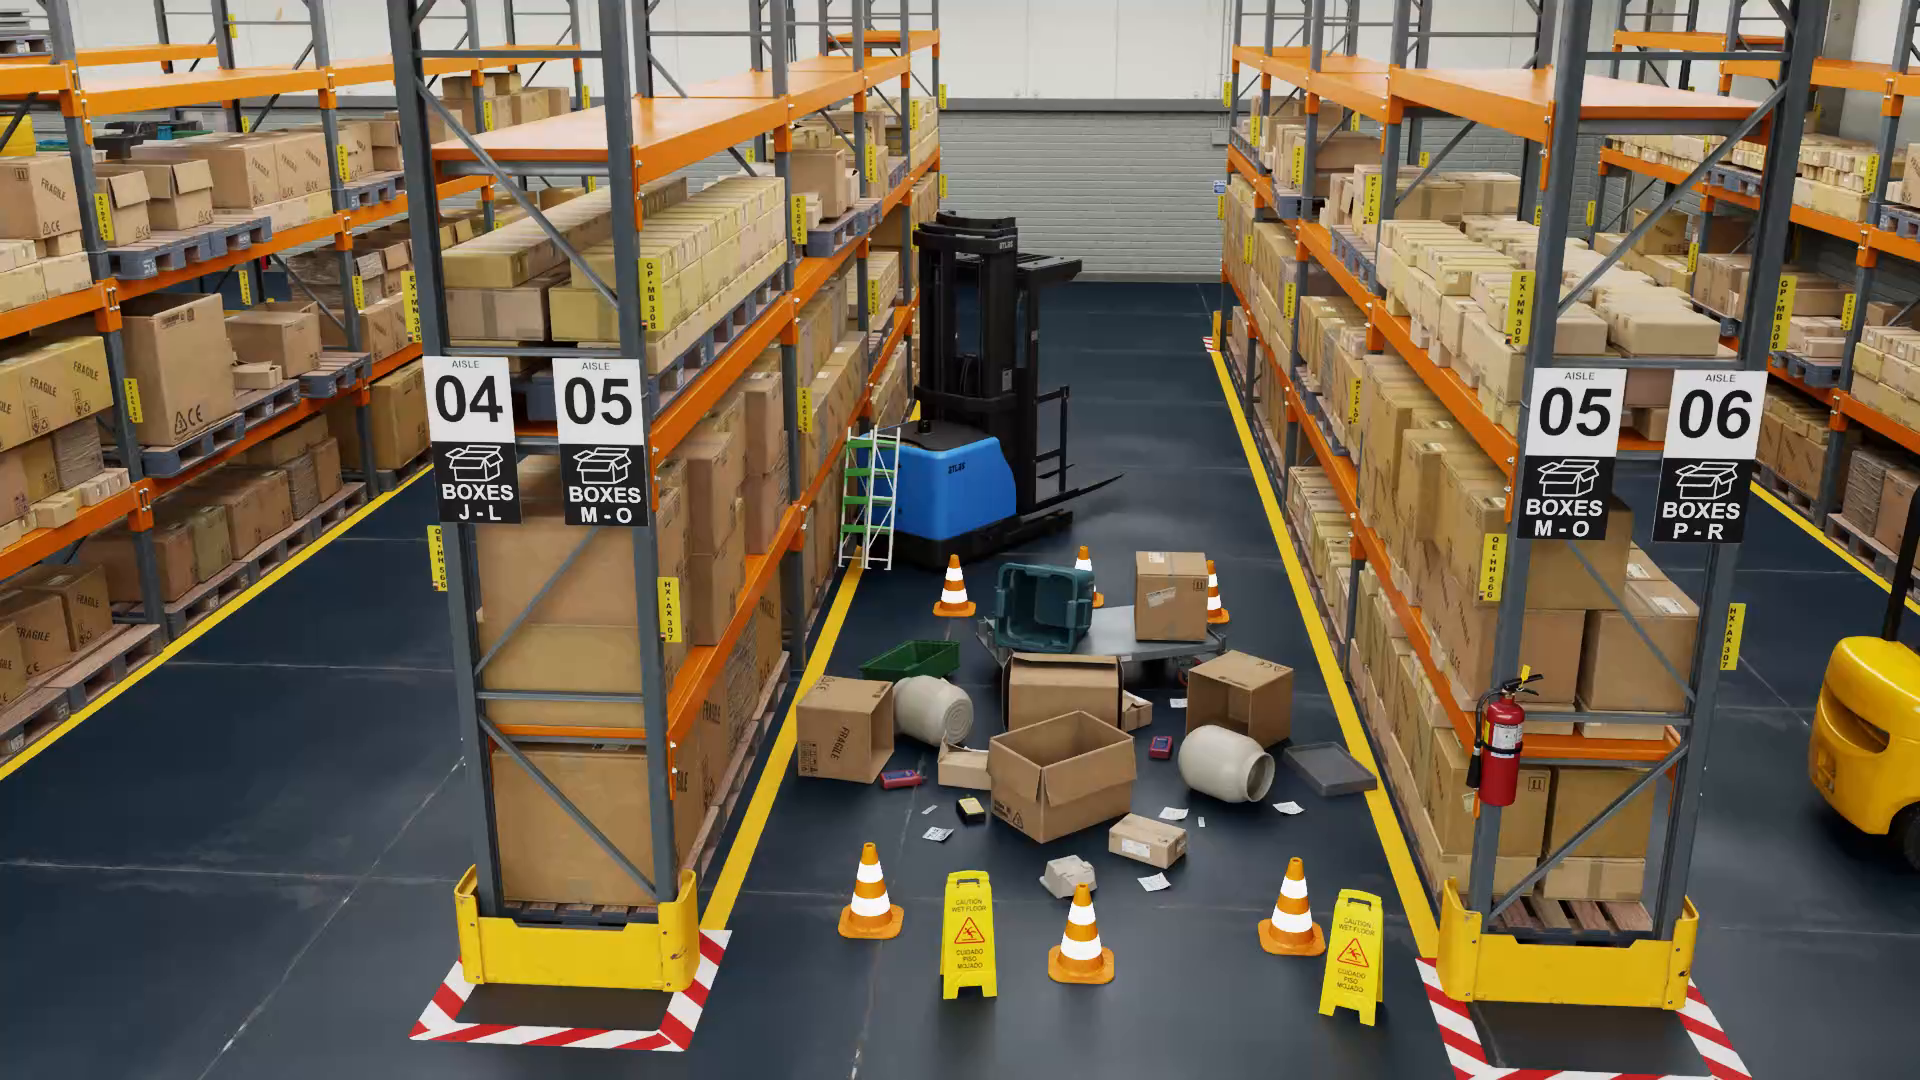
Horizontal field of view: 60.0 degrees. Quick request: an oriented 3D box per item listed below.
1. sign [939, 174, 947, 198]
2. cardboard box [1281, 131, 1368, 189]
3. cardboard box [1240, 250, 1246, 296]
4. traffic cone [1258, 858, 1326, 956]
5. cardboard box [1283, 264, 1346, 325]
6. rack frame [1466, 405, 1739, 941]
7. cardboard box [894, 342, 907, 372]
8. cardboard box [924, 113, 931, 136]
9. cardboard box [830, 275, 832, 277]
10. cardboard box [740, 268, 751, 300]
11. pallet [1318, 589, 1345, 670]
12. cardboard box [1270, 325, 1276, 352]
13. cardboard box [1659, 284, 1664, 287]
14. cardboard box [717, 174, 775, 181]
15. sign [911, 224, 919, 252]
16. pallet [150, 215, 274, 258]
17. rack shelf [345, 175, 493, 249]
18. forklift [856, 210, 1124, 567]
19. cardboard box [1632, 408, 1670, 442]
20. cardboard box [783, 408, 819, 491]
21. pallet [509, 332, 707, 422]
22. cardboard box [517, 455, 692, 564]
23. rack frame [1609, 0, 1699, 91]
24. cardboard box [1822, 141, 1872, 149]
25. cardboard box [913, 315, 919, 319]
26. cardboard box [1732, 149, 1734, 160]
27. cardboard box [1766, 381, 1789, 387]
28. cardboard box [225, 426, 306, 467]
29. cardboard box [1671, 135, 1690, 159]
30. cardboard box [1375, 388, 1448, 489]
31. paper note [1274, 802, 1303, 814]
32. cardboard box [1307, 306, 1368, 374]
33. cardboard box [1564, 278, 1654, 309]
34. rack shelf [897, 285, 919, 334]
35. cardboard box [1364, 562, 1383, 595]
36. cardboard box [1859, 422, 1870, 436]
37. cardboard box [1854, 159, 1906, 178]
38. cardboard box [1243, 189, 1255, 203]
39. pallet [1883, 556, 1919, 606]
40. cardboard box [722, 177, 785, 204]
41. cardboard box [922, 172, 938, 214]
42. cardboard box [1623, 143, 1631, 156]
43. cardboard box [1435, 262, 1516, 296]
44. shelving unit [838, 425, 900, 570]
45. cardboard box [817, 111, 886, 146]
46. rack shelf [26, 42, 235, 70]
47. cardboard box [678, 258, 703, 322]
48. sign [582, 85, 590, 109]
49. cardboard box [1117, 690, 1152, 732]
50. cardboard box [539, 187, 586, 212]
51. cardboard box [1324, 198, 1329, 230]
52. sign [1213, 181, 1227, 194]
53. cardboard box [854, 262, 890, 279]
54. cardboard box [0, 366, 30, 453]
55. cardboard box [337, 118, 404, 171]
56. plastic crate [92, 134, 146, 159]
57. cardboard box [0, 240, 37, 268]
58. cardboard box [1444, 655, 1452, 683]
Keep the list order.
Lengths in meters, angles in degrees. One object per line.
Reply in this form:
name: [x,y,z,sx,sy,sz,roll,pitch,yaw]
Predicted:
sign: [-0.234,-4.884,22.970,0.100,0.325,0.005,1,18,4]
cardboard box: [3.466,-3.622,15.835,0.700,0.500,0.500,0,18,1]
cardboard box: [3.681,-3.238,20.153,0.500,0.500,0.500,1,18,3]
traffic cone: [1.756,1.890,8.740,0.336,0.463,0.334,1,18,4]
cardboard box: [3.361,-2.327,15.769,0.500,0.500,0.500,1,18,2]
rack frame: [3.011,0.847,7.849,1.000,3.000,0.127,1,18,4]
cardboard box: [-0.874,-2.091,18.949,0.500,0.250,0.500,1,18,2]
cardboard box: [-0.640,-5.327,21.311,0.500,0.250,0.500,2,18,5]
cardboard box: [-1.613,-2.828,18.313,0.380,0.149,0.250,1,18,2]
cardboard box: [-1.443,-1.512,9.799,0.380,0.149,0.250,1,18,3]
pallet: [3.353,0.687,12.813,1.003,0.211,1.213,1,18,4]
cardboard box: [3.435,-2.045,16.914,0.500,0.250,0.500,1,18,3]
cardboard box: [8.631,-3.000,19.990,0.380,0.149,0.250,2,18,5]
cardboard box: [-1.704,-2.812,13.507,0.500,0.311,0.500,1,18,3]
sign: [-0.519,-3.498,19.250,0.100,0.325,0.005,1,18,4]
pallet: [-6.364,-2.465,13.439,1.213,0.211,1.003,1,18,4]
rack shelf: [-6.156,-3.564,17.648,1.077,0.370,4.000,1,18,4]
forklift: [0.403,-1.543,15.252,1.130,2.935,3.031,15,23,38]
cardboard box: [3.359,-0.555,7.714,0.380,0.149,0.250,1,18,4]
cardboard box: [-1.340,-0.680,12.347,0.500,0.500,0.500,1,18,5]
pallet: [-1.890,-0.847,8.341,1.003,0.211,1.213,1,18,4]
cardboard box: [-1.920,-0.104,8.776,0.875,0.550,0.550,1,18,4]
rack frame: [9.110,-6.864,21.746,1.000,3.000,0.127,1,18,4]
cardboard box: [8.833,-3.890,16.579,0.380,0.149,0.250,2,18,5]
cardboard box: [-0.620,-2.920,22.293,0.380,0.149,0.250,1,18,2]
cardboard box: [8.431,-4.080,17.634,0.380,0.149,0.250,1,18,4]
cardboard box: [8.501,-1.578,17.548,0.380,0.149,0.250,2,18,6]
cardboard box: [-6.346,-0.863,15.171,0.500,0.250,0.500,3,18,10]
cardboard box: [8.635,-4.583,19.366,0.500,0.250,0.500,1,18,2]
cardboard box: [2.929,-0.614,10.064,0.700,0.500,0.500,1,18,3]
paper note: [2.017,1.639,10.200,0.142,0.019,0.148,-5,19,-15]
cardboard box: [3.292,-1.730,14.400,0.500,0.500,0.500,2,18,7]
cardboard box: [3.337,-1.255,8.567,0.380,0.149,0.250,1,18,4]
rack shelf: [-0.929,-3.239,21.472,1.077,0.370,4.000,1,18,4]
cardboard box: [2.918,0.261,11.130,0.380,0.149,0.250,2,18,5]
cardboard box: [8.930,-1.085,16.043,0.380,0.149,0.250,2,18,6]
cardboard box: [8.266,-3.327,14.891,0.380,0.149,0.250,2,18,6]
cardboard box: [3.734,-4.286,20.706,0.380,0.149,0.250,1,18,4]
pallet: [8.348,0.429,13.601,1.003,0.211,1.213,1,18,4]
cardboard box: [-1.355,-2.286,10.881,0.380,0.149,0.250,1,18,3]
cardboard box: [-0.571,-4.718,22.588,0.500,0.500,0.500,1,18,3]
cardboard box: [8.706,-4.989,21.244,0.380,0.149,0.250,2,18,5]
cardboard box: [2.818,-1.427,9.094,0.380,0.149,0.250,2,18,5]
shelving unit: [-0.775,-0.359,14.149,0.258,1.200,0.503,4,-1,-31]
cardboard box: [-1.210,-4.517,18.565,0.700,0.500,0.500,1,18,4]
rack shelf: [-10.810,-6.152,21.372,1.077,0.370,4.000,1,18,4]
cardboard box: [-1.607,-1.277,8.441,0.500,0.250,0.500,1,18,3]
sign: [-5.186,-6.136,23.047,0.100,0.325,0.005,1,18,4]
cardboard box: [1.099,1.109,11.440,0.258,0.266,0.396,-13,22,-34]
cardboard box: [-5.499,-4.613,23.070,0.500,0.500,0.500,2,18,5]
cardboard box: [3.375,-2.826,14.457,0.396,0.266,0.258,1,18,4]
sign: [4.496,-6.023,28.380,0.327,0.218,0.001,1,18,4]
cardboard box: [-0.964,-2.948,18.204,0.380,0.149,0.250,1,18,4]
cardboard box: [-6.415,-0.825,10.705,0.500,0.500,0.500,1,18,4]
cardboard box: [-6.174,-4.168,17.496,0.797,0.503,0.637,1,18,3]
plastic crate: [-10.590,-4.955,20.948,0.497,0.269,0.590,1,18,4]
cardboard box: [-6.363,-1.892,10.992,0.380,0.149,0.250,0,18,1]
cardboard box: [2.772,0.685,8.747,0.380,0.149,0.250,1,18,3]
